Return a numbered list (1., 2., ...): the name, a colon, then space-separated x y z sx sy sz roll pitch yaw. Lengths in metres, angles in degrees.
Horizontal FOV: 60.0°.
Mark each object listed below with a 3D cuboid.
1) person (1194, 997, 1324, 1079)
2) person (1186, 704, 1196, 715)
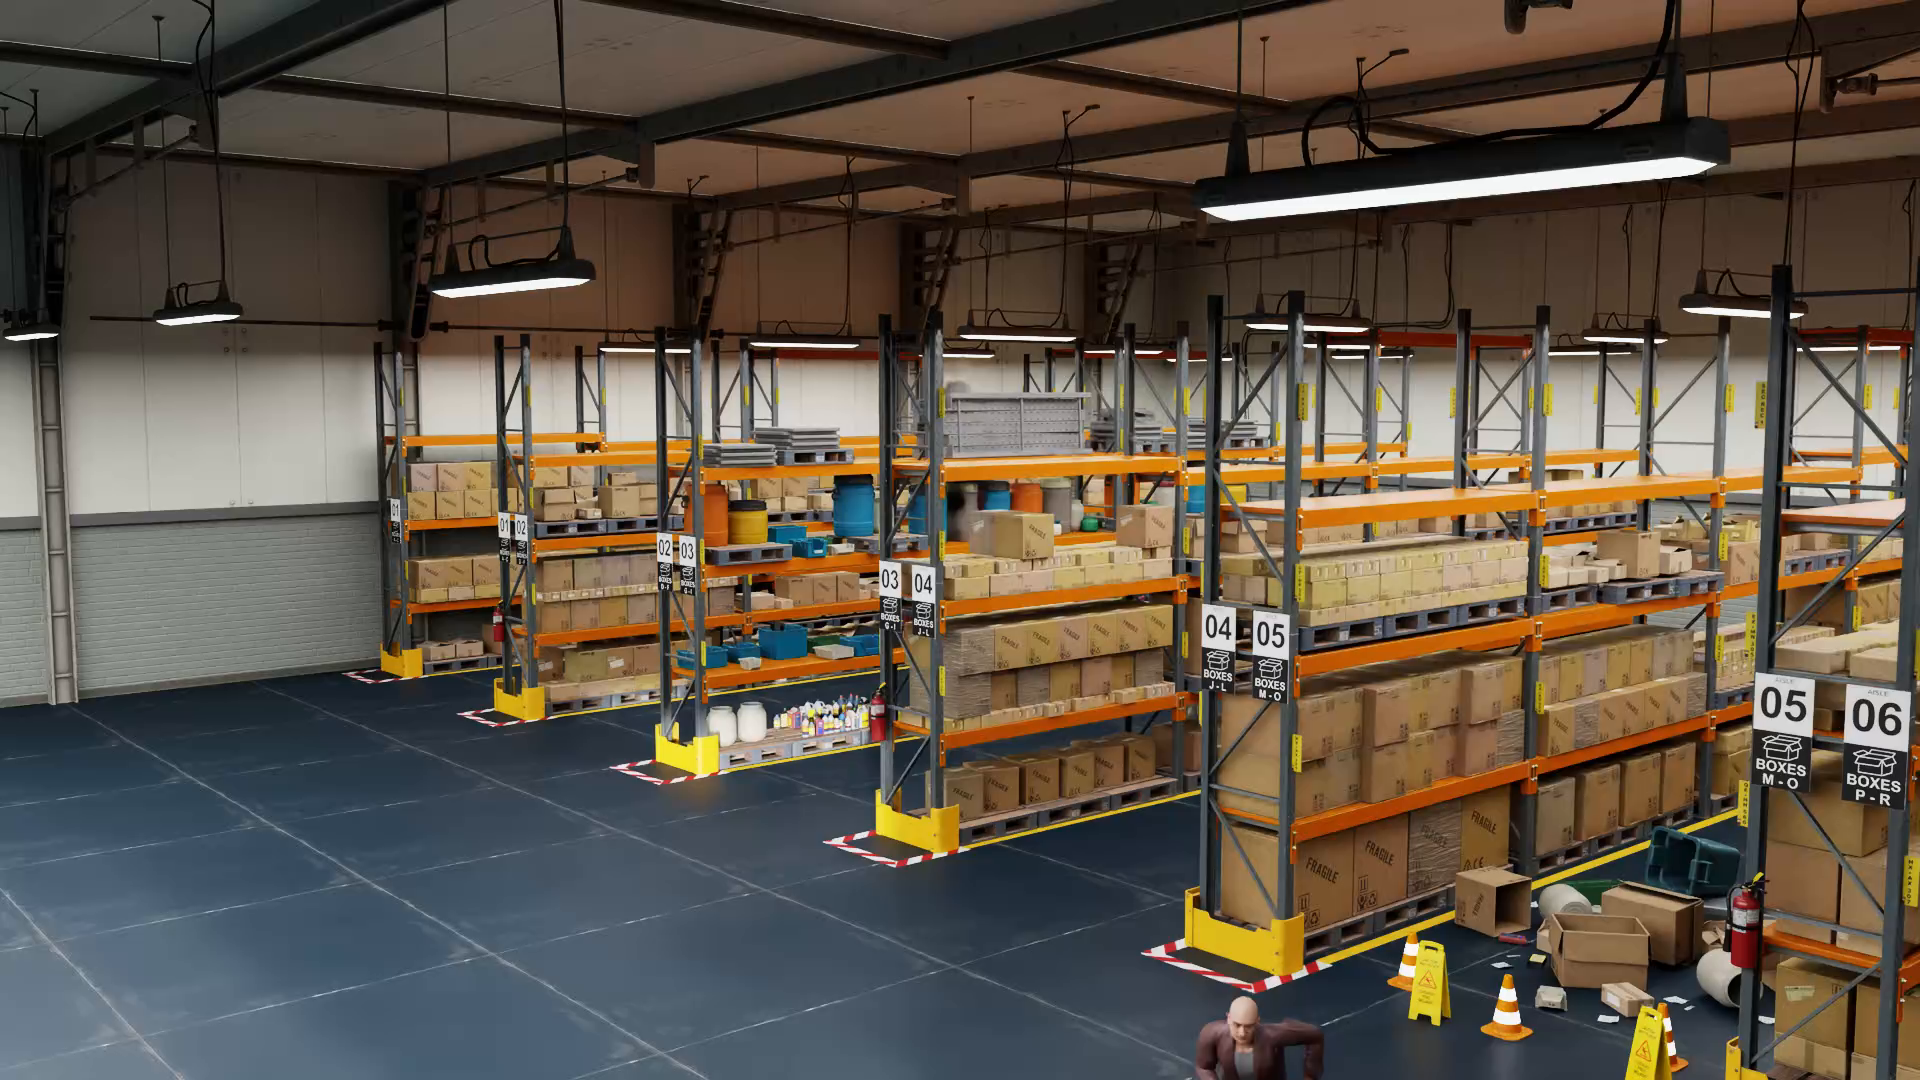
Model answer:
1. person: 1.791 3.456 10.007 0.742 1.600 0.943 2 6 21
2. person: 3.381 1.768 24.865 0.683 1.800 0.835 4 6 34
